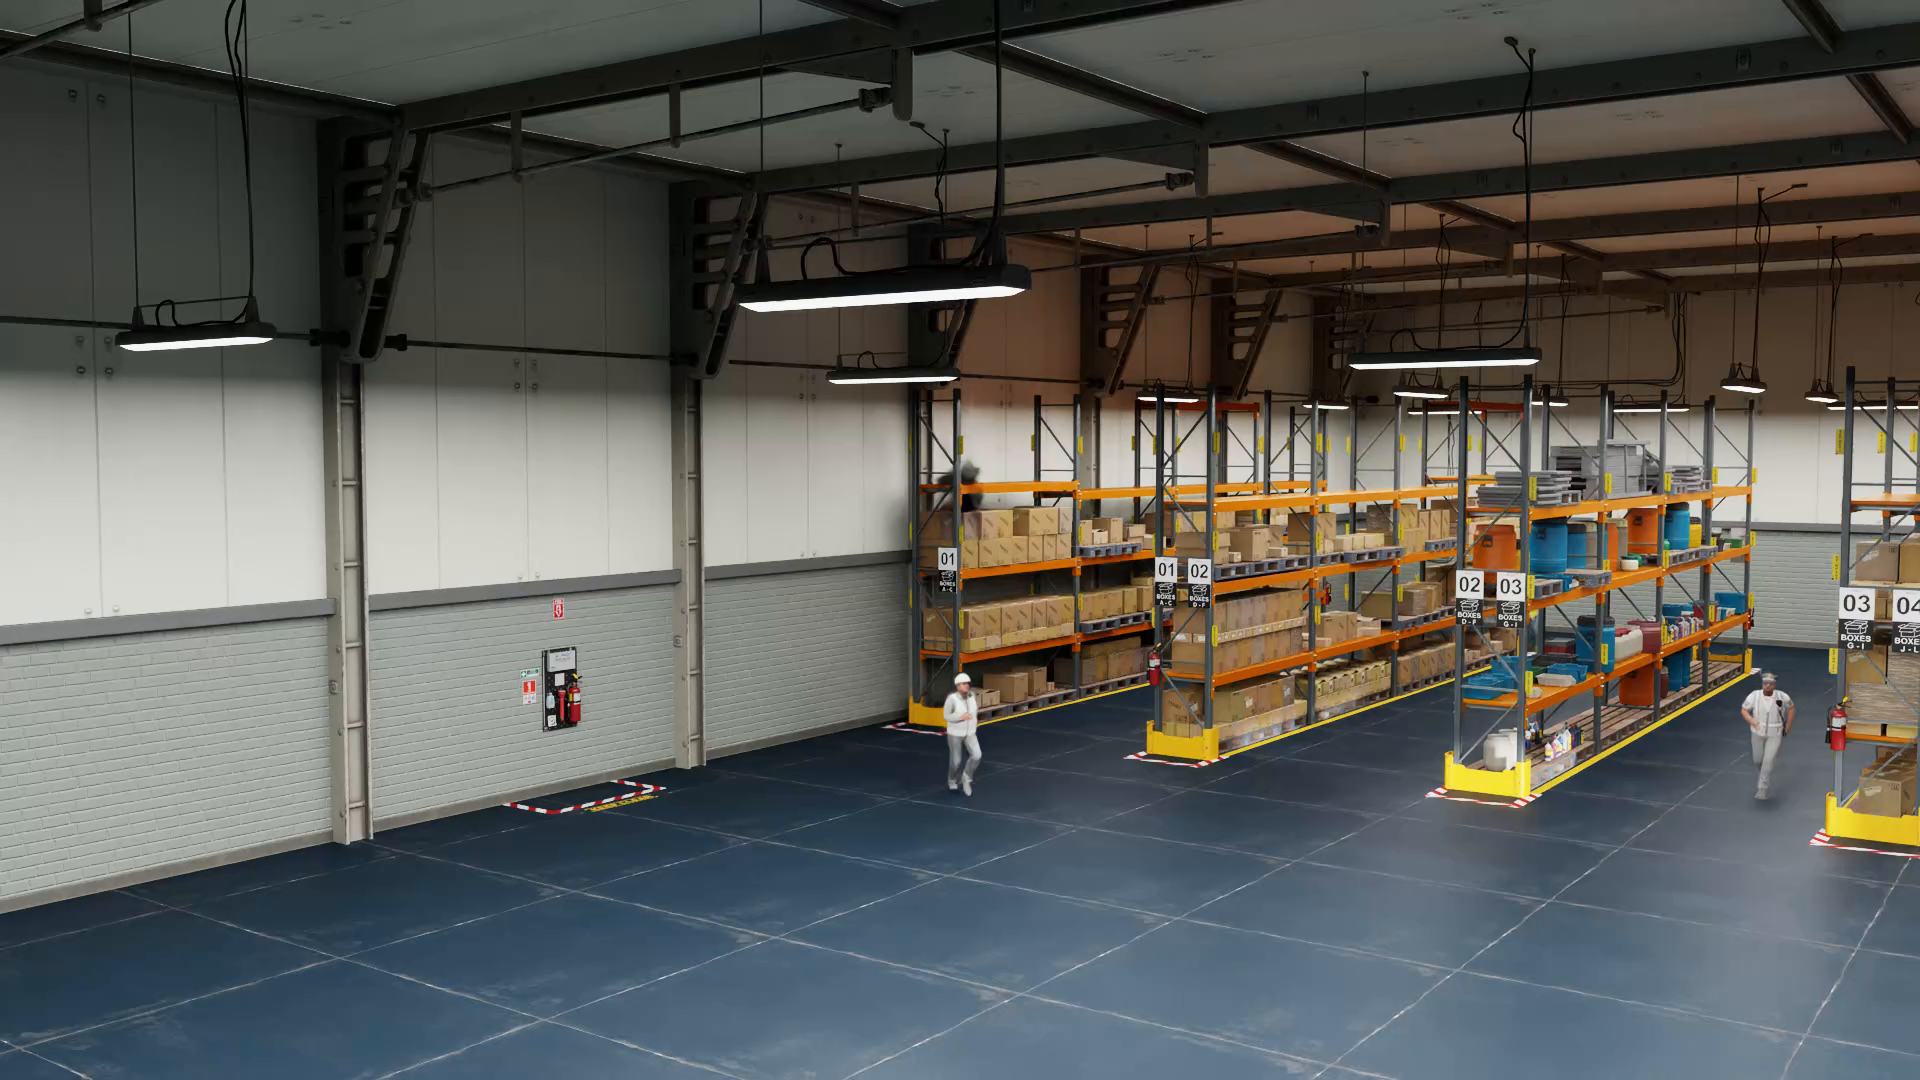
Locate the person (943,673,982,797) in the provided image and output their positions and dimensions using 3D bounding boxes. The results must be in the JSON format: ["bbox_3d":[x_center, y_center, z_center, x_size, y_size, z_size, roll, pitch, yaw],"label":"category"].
[{"bbox_3d":[0.037,2.766,23.704,0.682,1.763,0.807,-2,4,-28],"label":"person"}]

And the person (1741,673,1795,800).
[{"bbox_3d":[11.569,2.770,23.839,0.686,1.778,0.982,2,4,30],"label":"person"}]

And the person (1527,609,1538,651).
[{"bbox_3d":[13.843,1.865,40.254,0.758,1.718,0.538,-2,4,-35],"label":"person"}]
